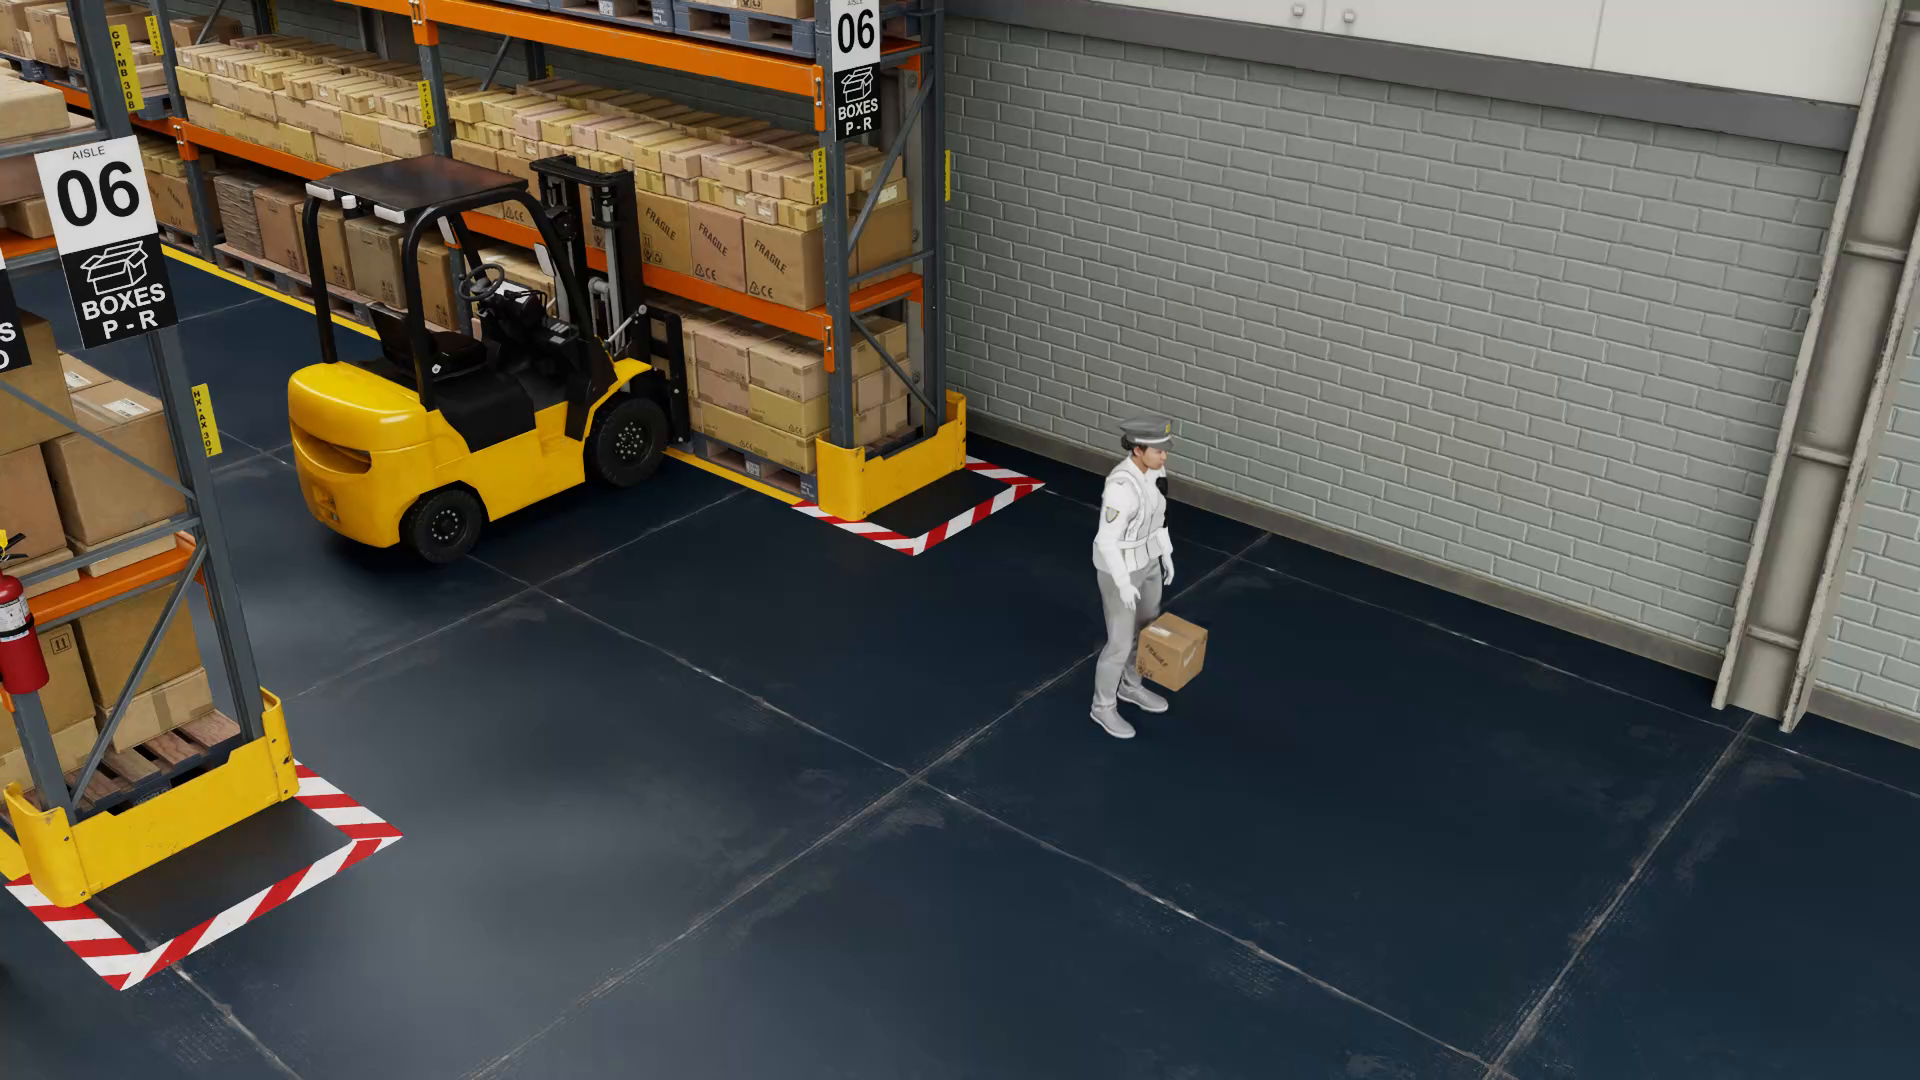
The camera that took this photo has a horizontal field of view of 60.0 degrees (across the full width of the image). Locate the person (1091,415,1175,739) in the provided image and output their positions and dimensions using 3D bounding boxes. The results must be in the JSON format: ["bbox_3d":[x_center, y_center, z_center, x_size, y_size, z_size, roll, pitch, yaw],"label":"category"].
[{"bbox_3d":[0.866,0.149,8.321,0.361,1.671,0.509,20,33,33],"label":"person"}]
